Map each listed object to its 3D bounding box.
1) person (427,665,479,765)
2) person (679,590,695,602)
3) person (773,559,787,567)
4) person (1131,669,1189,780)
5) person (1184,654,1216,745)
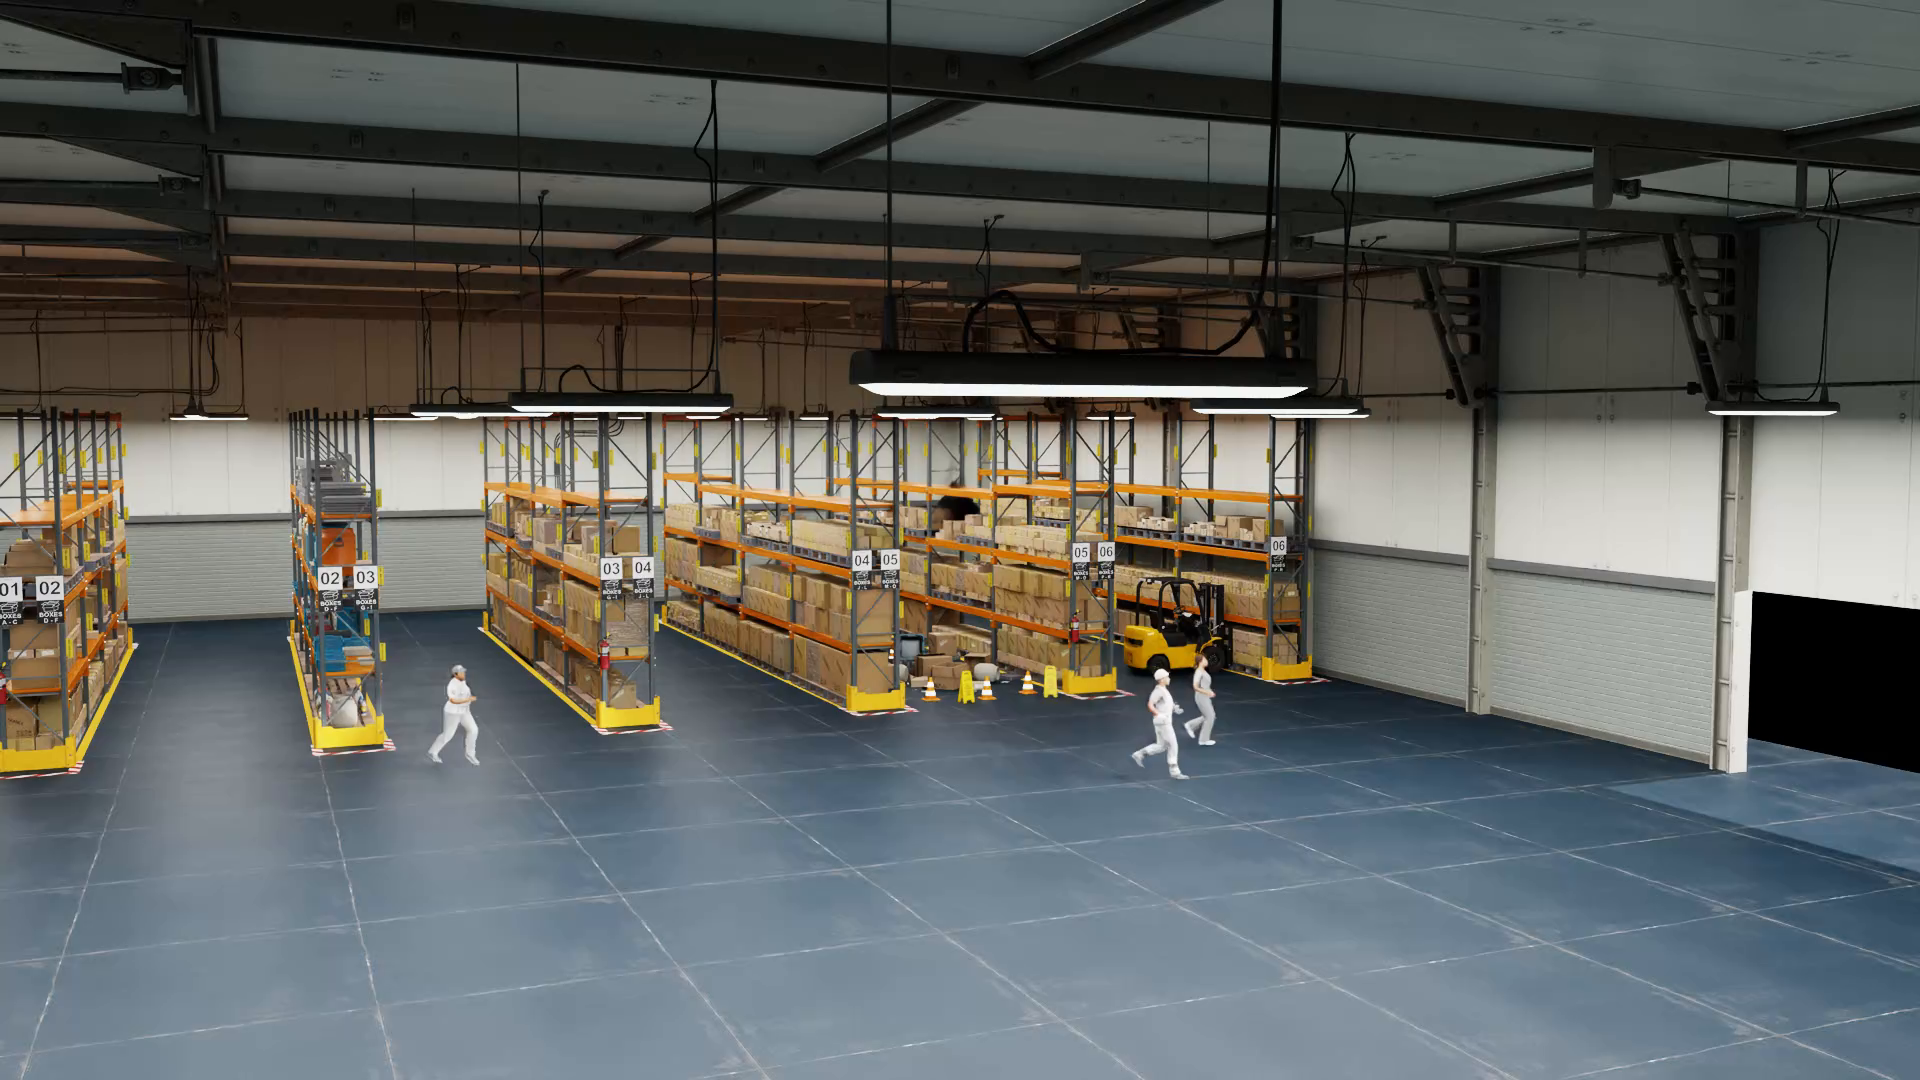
[{"bbox_3d":[-8.481,2.946,27.910,0.881,1.716,0.611,1,4,12],"label":"person"},{"bbox_3d":[-8.068,1.413,49.435,0.609,1.746,0.707,2,4,27],"label":"person"},{"bbox_3d":[-5.533,1.330,50.596,0.796,1.792,0.658,-2,4,-26],"label":"person"},{"bbox_3d":[3.223,2.964,26.779,0.930,1.786,0.656,0,4,6],"label":"person"},{"bbox_3d":[4.278,2.835,29.612,0.594,1.617,0.561,1,4,19],"label":"person"}]
